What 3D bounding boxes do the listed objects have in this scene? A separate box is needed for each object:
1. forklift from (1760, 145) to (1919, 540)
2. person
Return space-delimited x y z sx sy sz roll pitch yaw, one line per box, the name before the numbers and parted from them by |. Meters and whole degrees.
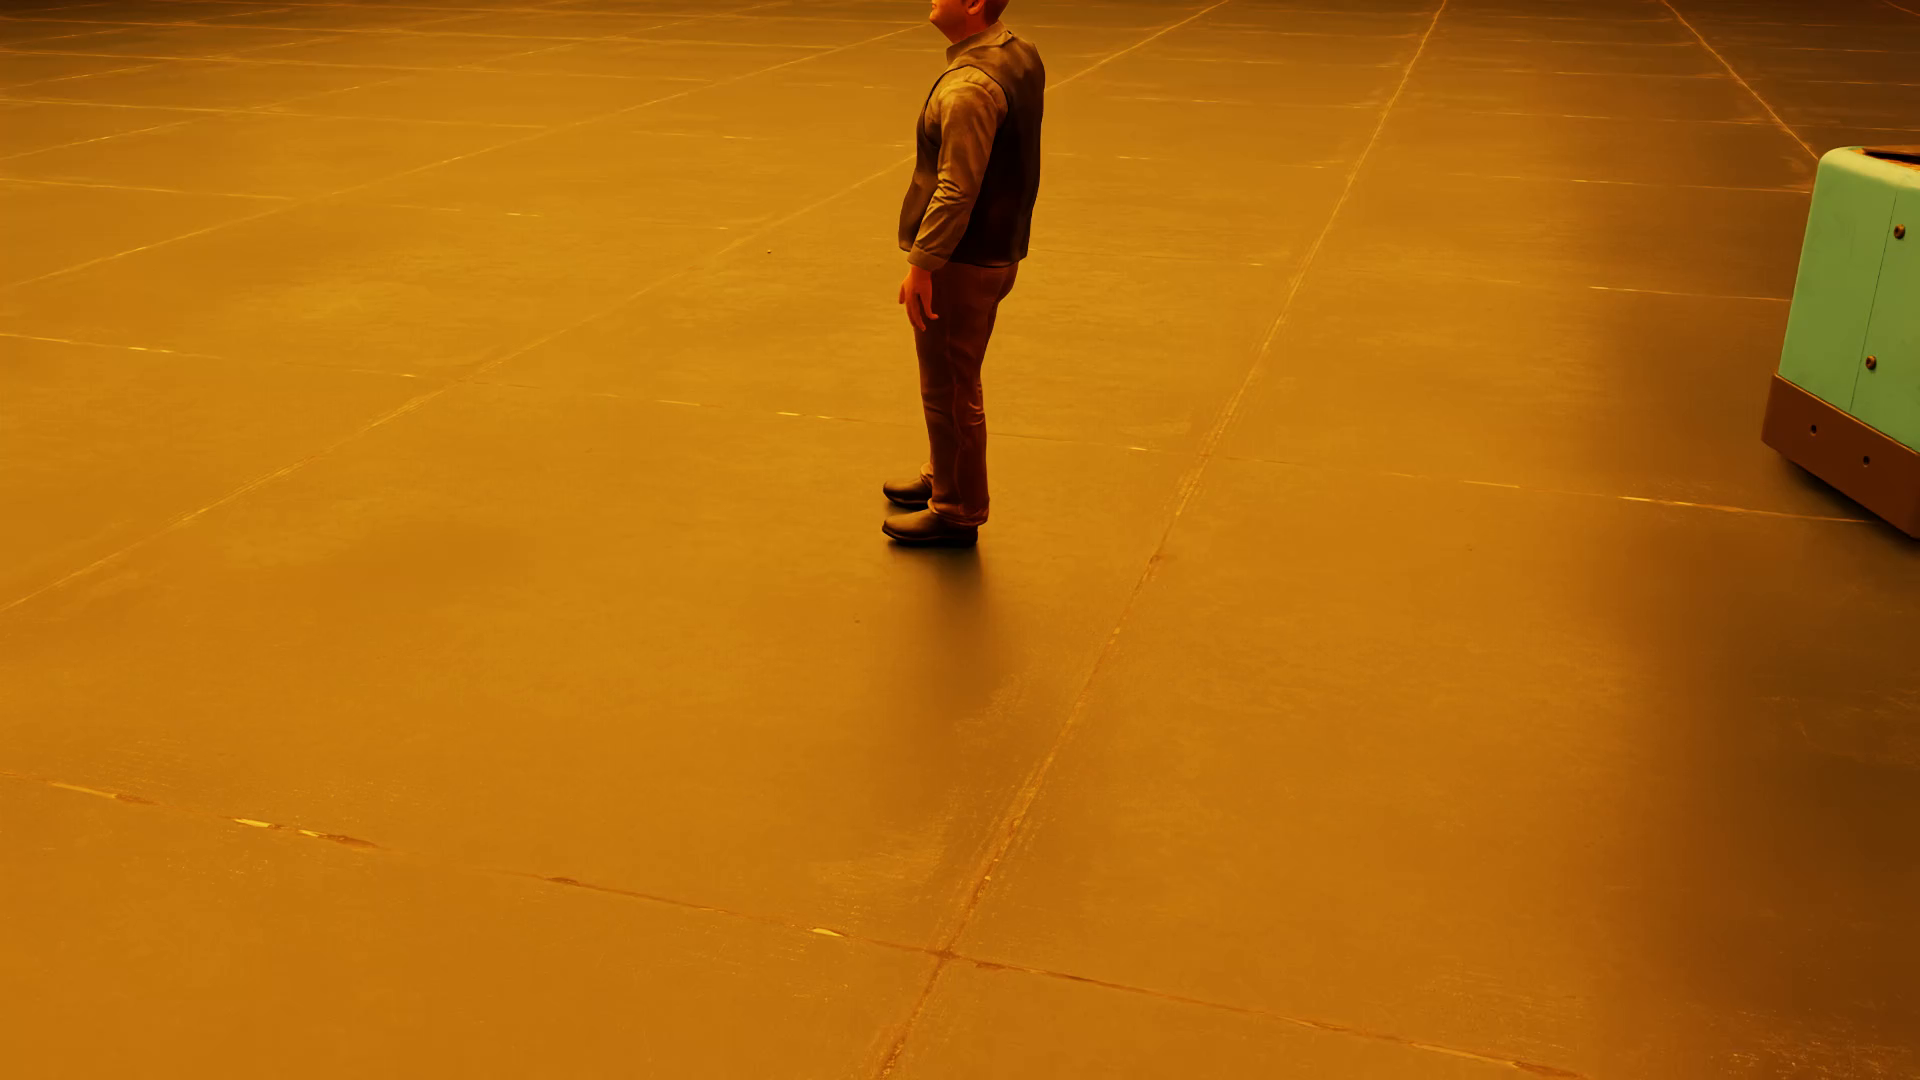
forklift | 4.315 -1.502 4.917 3.031 2.935 1.130 -1 22 -4
person | -0.056 -0.813 4.814 0.568 1.720 0.632 7 23 16
